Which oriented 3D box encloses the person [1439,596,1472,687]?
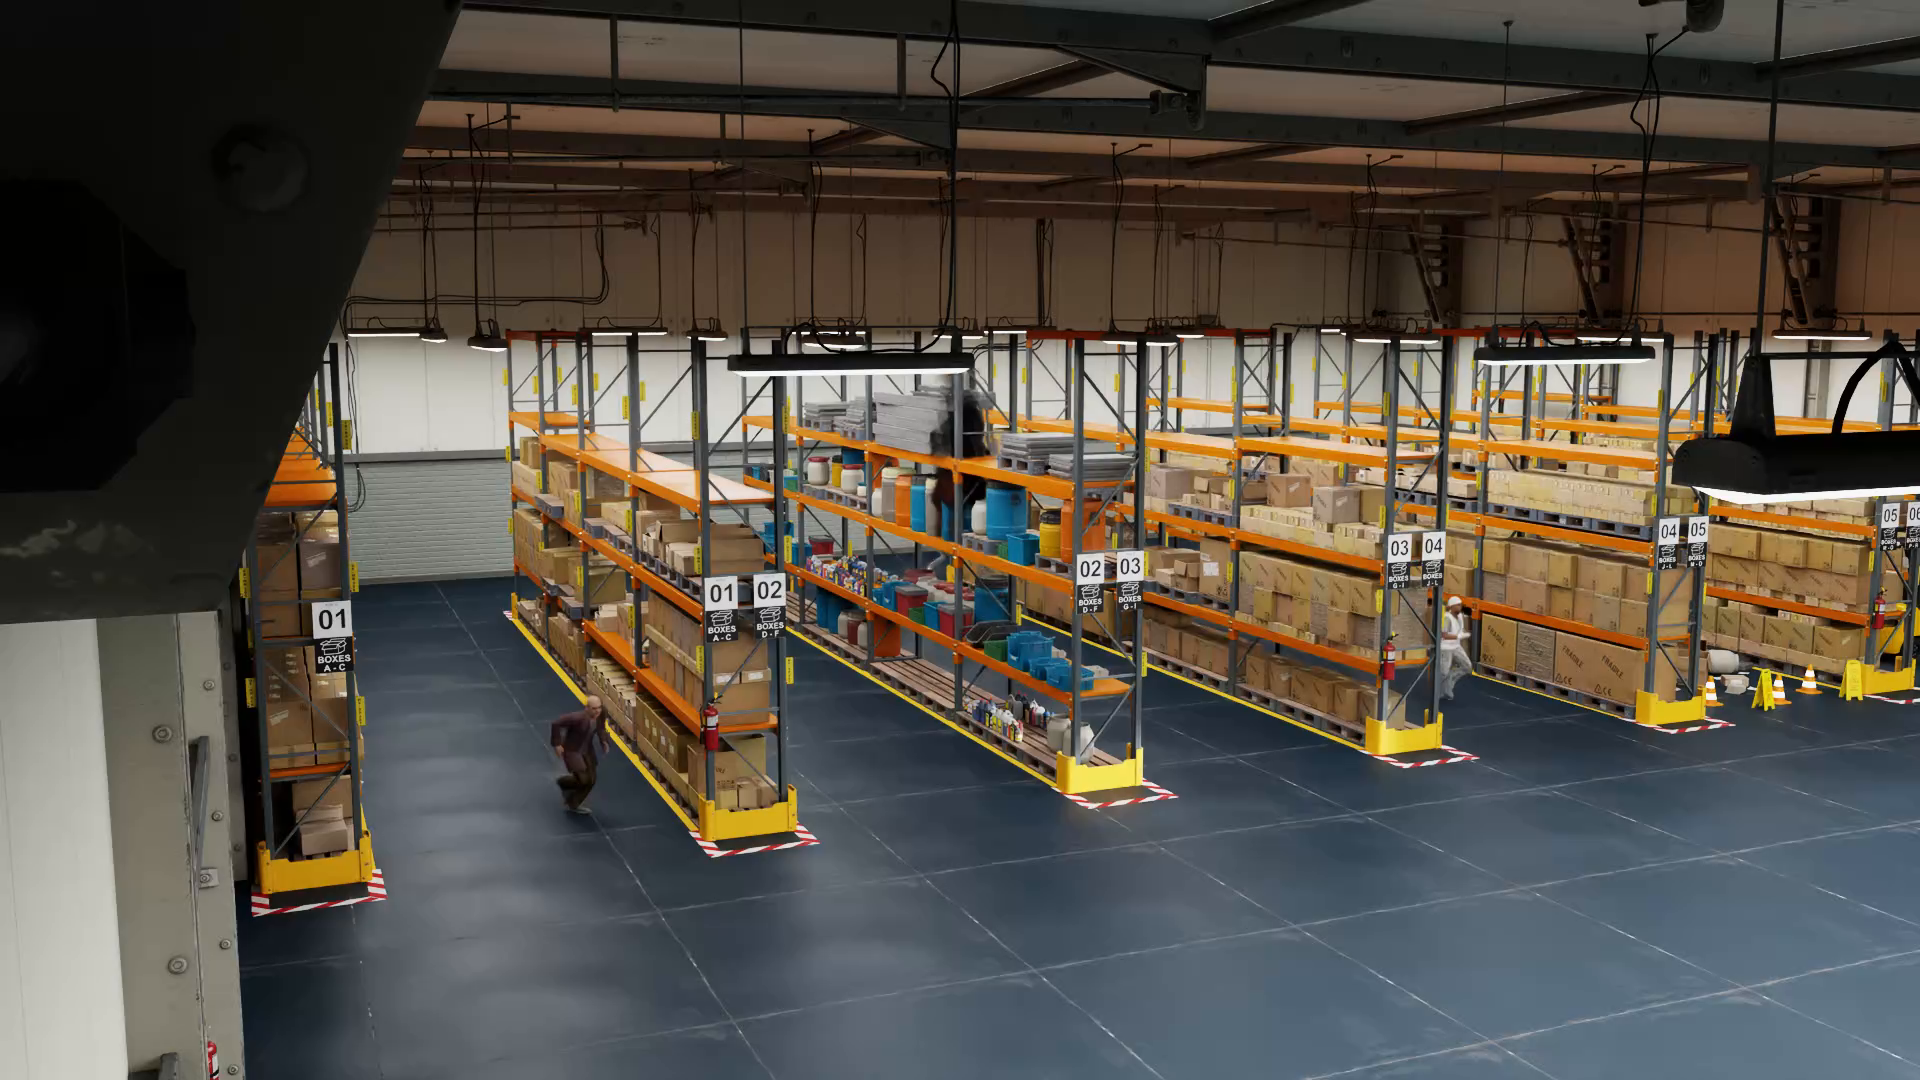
[{"bbox_3d":[8.038,1.723,27.144,0.724,1.650,0.775,-7,10,-41],"label":"person"}]

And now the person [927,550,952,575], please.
[{"bbox_3d":[-0.411,0.256,39.838,0.803,1.414,0.567,-3,8,-20],"label":"person"}]

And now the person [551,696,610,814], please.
[{"bbox_3d":[-4.824,2.711,20.993,0.888,1.591,0.734,6,10,38],"label":"person"}]
